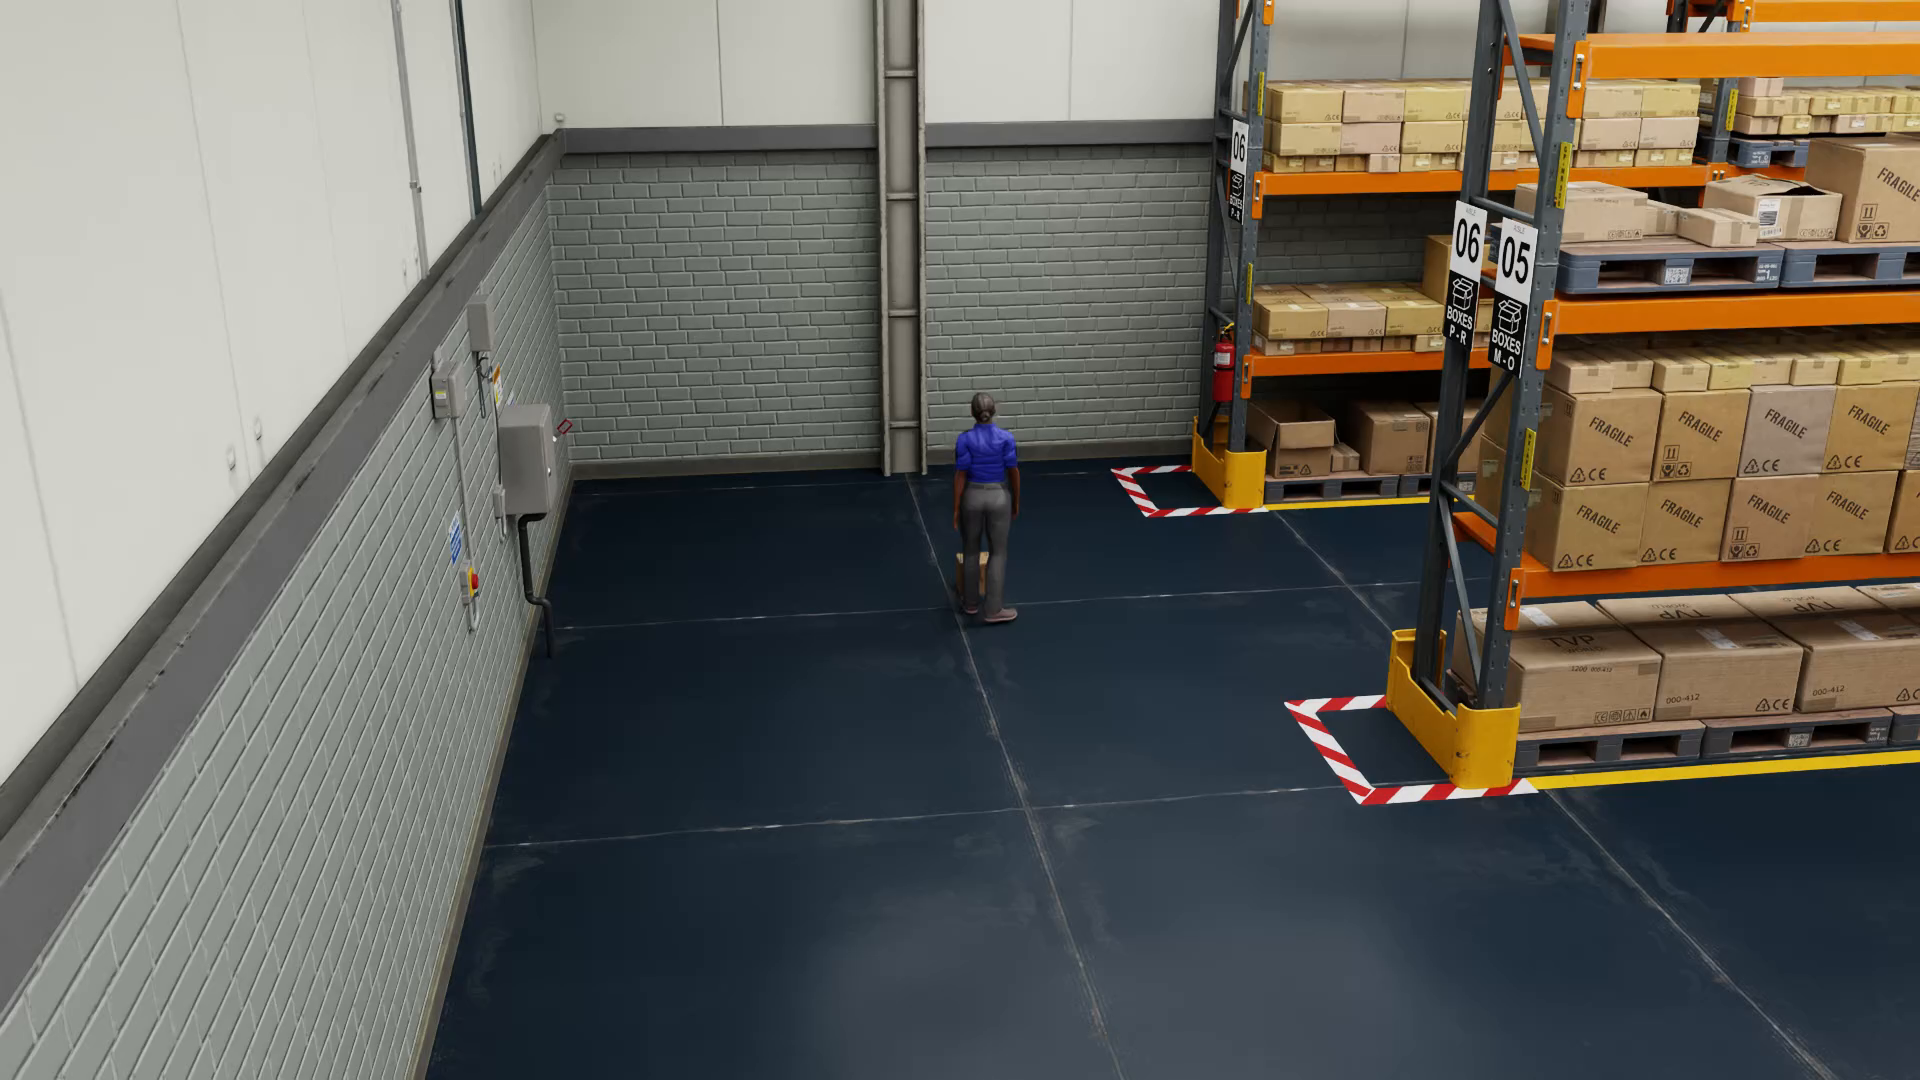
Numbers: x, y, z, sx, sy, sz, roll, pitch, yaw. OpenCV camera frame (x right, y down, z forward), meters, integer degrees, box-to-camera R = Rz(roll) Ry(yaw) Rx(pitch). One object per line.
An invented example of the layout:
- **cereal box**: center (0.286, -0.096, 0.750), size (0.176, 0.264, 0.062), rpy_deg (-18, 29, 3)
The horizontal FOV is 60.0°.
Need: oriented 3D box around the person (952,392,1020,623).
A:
- **person**: center (0.185, -0.245, 11.726), size (0.471, 1.652, 0.507), rpy_deg (1, 20, 2)
